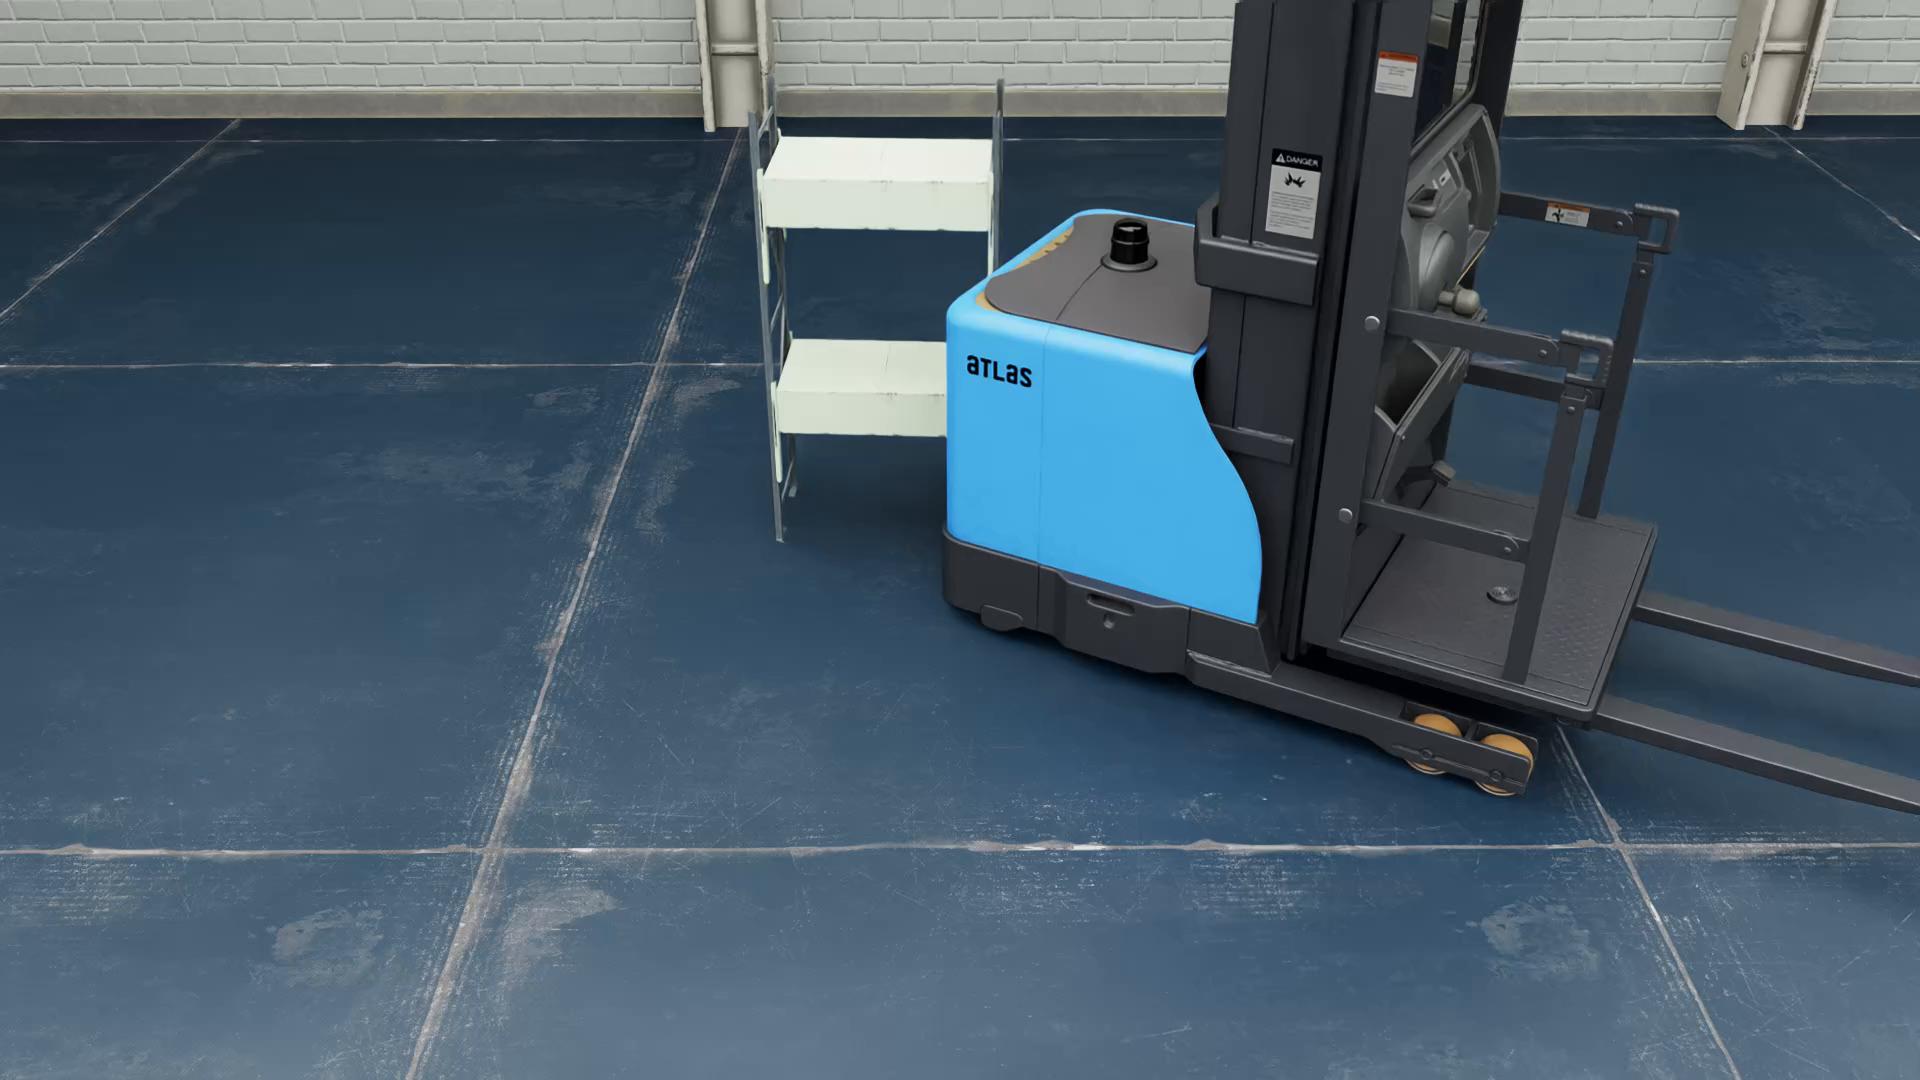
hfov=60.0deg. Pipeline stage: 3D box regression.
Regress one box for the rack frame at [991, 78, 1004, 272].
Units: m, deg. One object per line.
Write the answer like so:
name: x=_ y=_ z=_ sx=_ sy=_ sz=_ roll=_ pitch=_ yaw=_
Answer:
rack frame: x=0.118 y=-0.718 z=5.488 sx=0.023 sy=1.500 sz=0.400 roll=1 pitch=31 yaw=2

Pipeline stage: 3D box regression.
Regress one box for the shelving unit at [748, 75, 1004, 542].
shelving unit: x=-0.247 y=-0.728 z=5.504 sx=0.755 sy=1.500 sz=0.431 roll=1 pitch=31 yaw=2

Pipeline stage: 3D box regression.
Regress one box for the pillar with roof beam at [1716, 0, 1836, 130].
pillar with roof beam: x=4.739 y=-4.087 z=3.811 sx=0.400 sy=9.000 sz=9.100 roll=0 pitch=31 yaw=0

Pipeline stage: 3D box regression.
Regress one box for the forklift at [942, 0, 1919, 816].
forklift: x=1.486 y=-0.864 z=4.348 sx=3.031 sy=2.935 sz=1.130 roll=16 pitch=35 yaw=24

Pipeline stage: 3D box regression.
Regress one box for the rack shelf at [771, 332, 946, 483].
rack shelf: x=-0.247 y=-0.449 z=5.673 sx=0.720 sy=0.370 sz=0.431 roll=1 pitch=31 yaw=2

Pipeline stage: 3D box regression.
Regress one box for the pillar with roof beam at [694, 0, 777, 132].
pillar with roof beam: x=-1.261 y=-4.069 z=3.781 sx=0.400 sy=9.000 sz=9.100 roll=0 pitch=31 yaw=0

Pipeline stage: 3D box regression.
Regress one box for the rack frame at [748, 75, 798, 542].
rack frame: x=-0.613 y=-0.737 z=5.519 sx=0.023 sy=1.500 sz=0.400 roll=1 pitch=31 yaw=2

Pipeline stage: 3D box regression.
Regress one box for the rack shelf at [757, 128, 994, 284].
rack shelf: x=-0.247 y=-1.061 z=5.301 sx=0.720 sy=0.370 sz=0.431 roll=1 pitch=31 yaw=2
